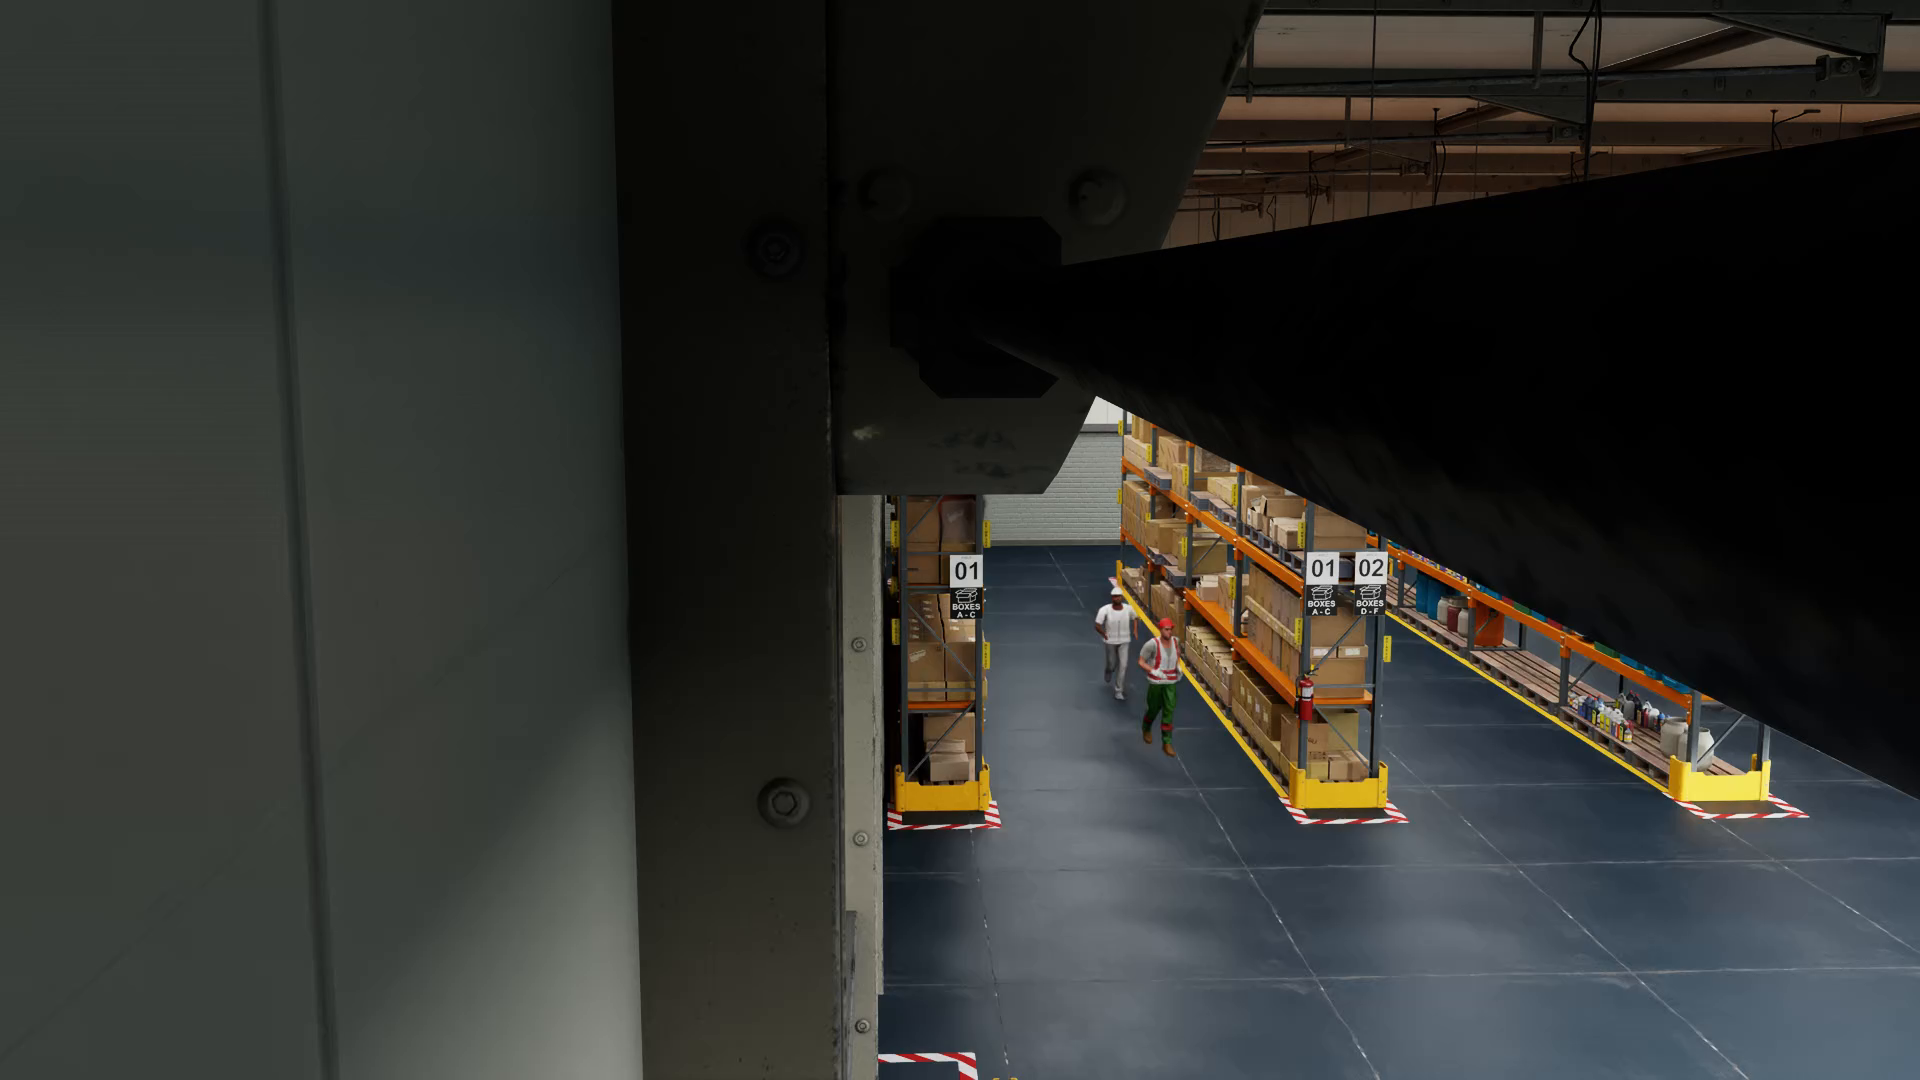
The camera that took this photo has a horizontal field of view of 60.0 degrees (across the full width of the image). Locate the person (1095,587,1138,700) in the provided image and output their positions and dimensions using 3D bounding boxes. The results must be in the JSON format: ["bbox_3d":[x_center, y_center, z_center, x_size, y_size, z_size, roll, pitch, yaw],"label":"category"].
[{"bbox_3d":[2.497,1.611,26.308,0.713,1.738,0.919,-1,8,-4],"label":"person"}]

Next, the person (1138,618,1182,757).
[{"bbox_3d":[2.689,1.912,22.177,0.684,1.792,0.950,-3,9,-20],"label":"person"}]
